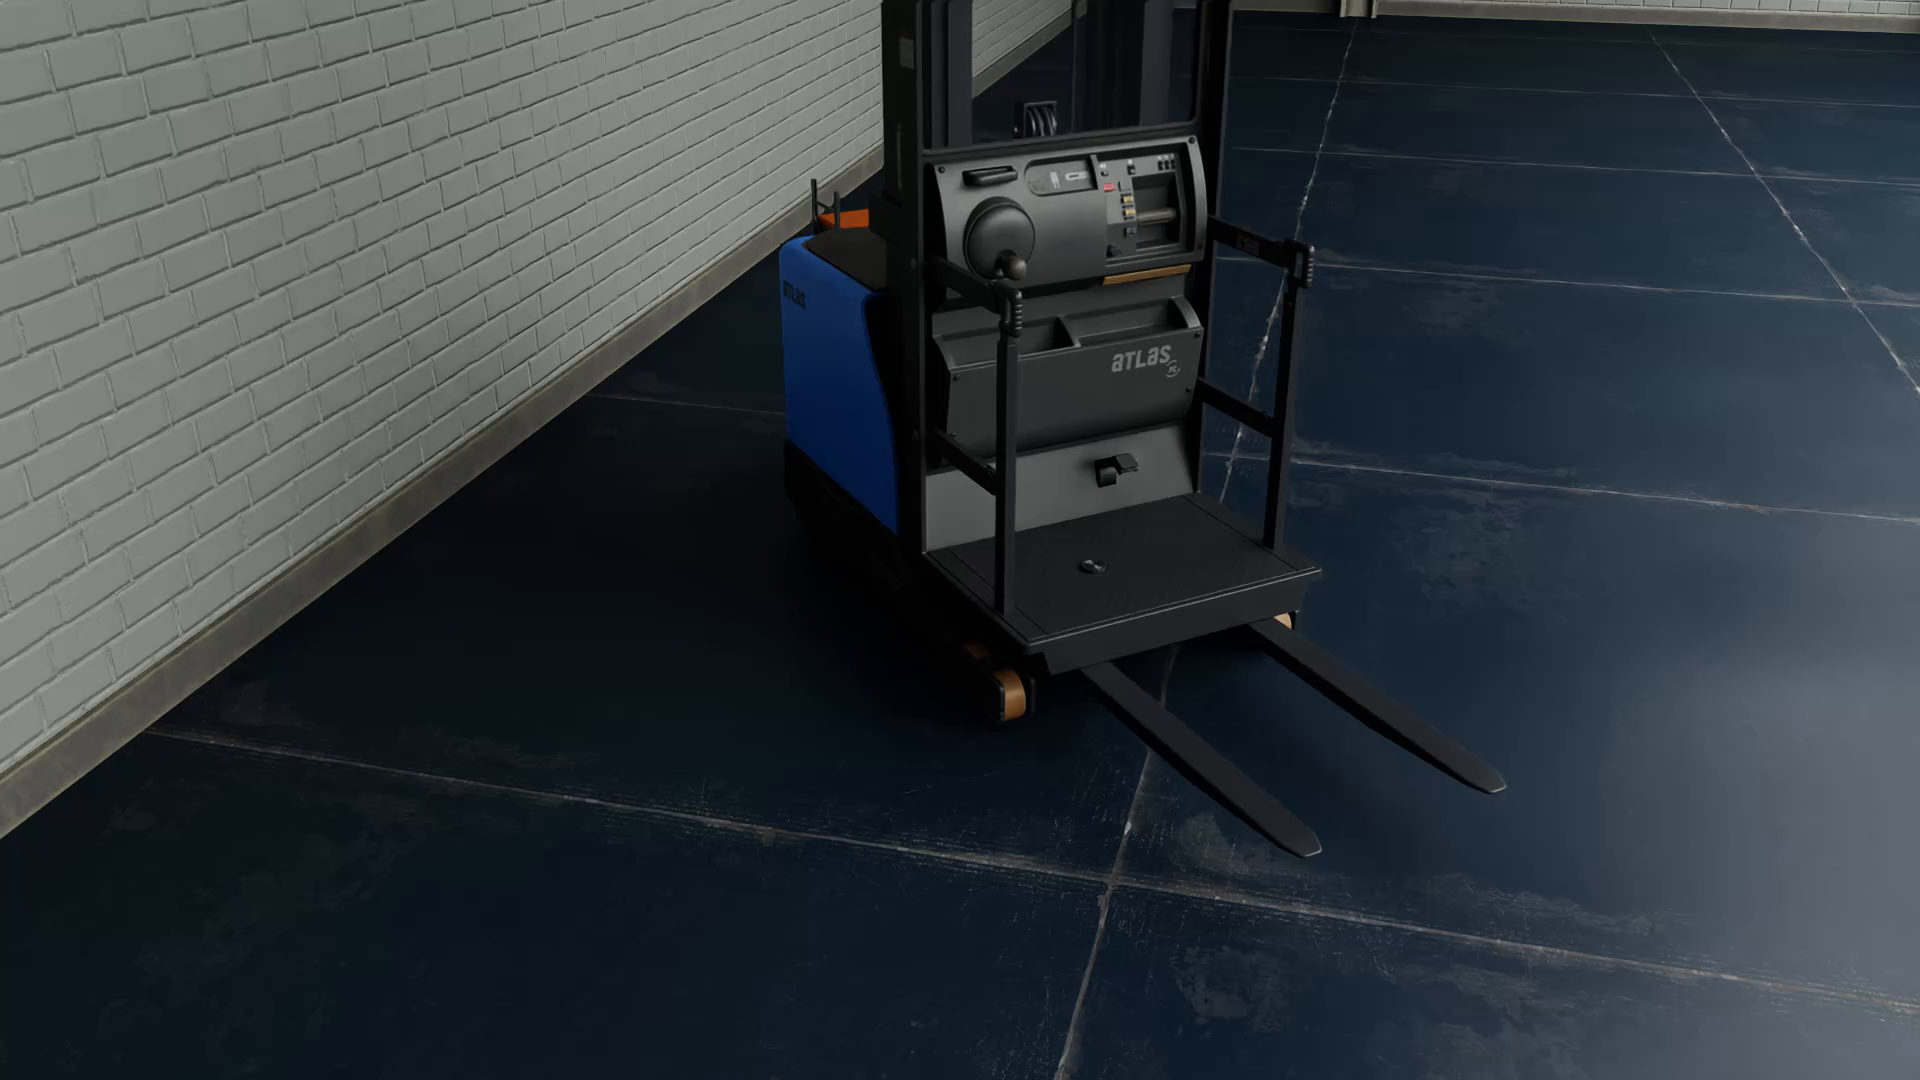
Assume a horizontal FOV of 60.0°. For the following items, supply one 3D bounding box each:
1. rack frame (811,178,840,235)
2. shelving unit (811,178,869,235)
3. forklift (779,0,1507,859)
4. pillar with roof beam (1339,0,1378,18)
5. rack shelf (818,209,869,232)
[{"bbox_3d":[-0.509,-0.795,6.525,0.015,1.200,0.240,-12,28,-24],"label":"rack frame"},{"bbox_3d":[-0.292,-0.843,6.626,0.503,1.200,0.258,-12,28,-24],"label":"shelving unit"},{"bbox_3d":[0.448,-0.985,4.909,1.130,2.935,3.031,-12,28,-24],"label":"forklift"},{"bbox_3d":[3.361,-8.111,12.819,0.400,9.000,9.100,6,26,13],"label":"pillar with roof beam"},{"bbox_3d":[-0.292,-1.198,6.457,0.480,0.148,0.258,-12,28,-24],"label":"rack shelf"}]
